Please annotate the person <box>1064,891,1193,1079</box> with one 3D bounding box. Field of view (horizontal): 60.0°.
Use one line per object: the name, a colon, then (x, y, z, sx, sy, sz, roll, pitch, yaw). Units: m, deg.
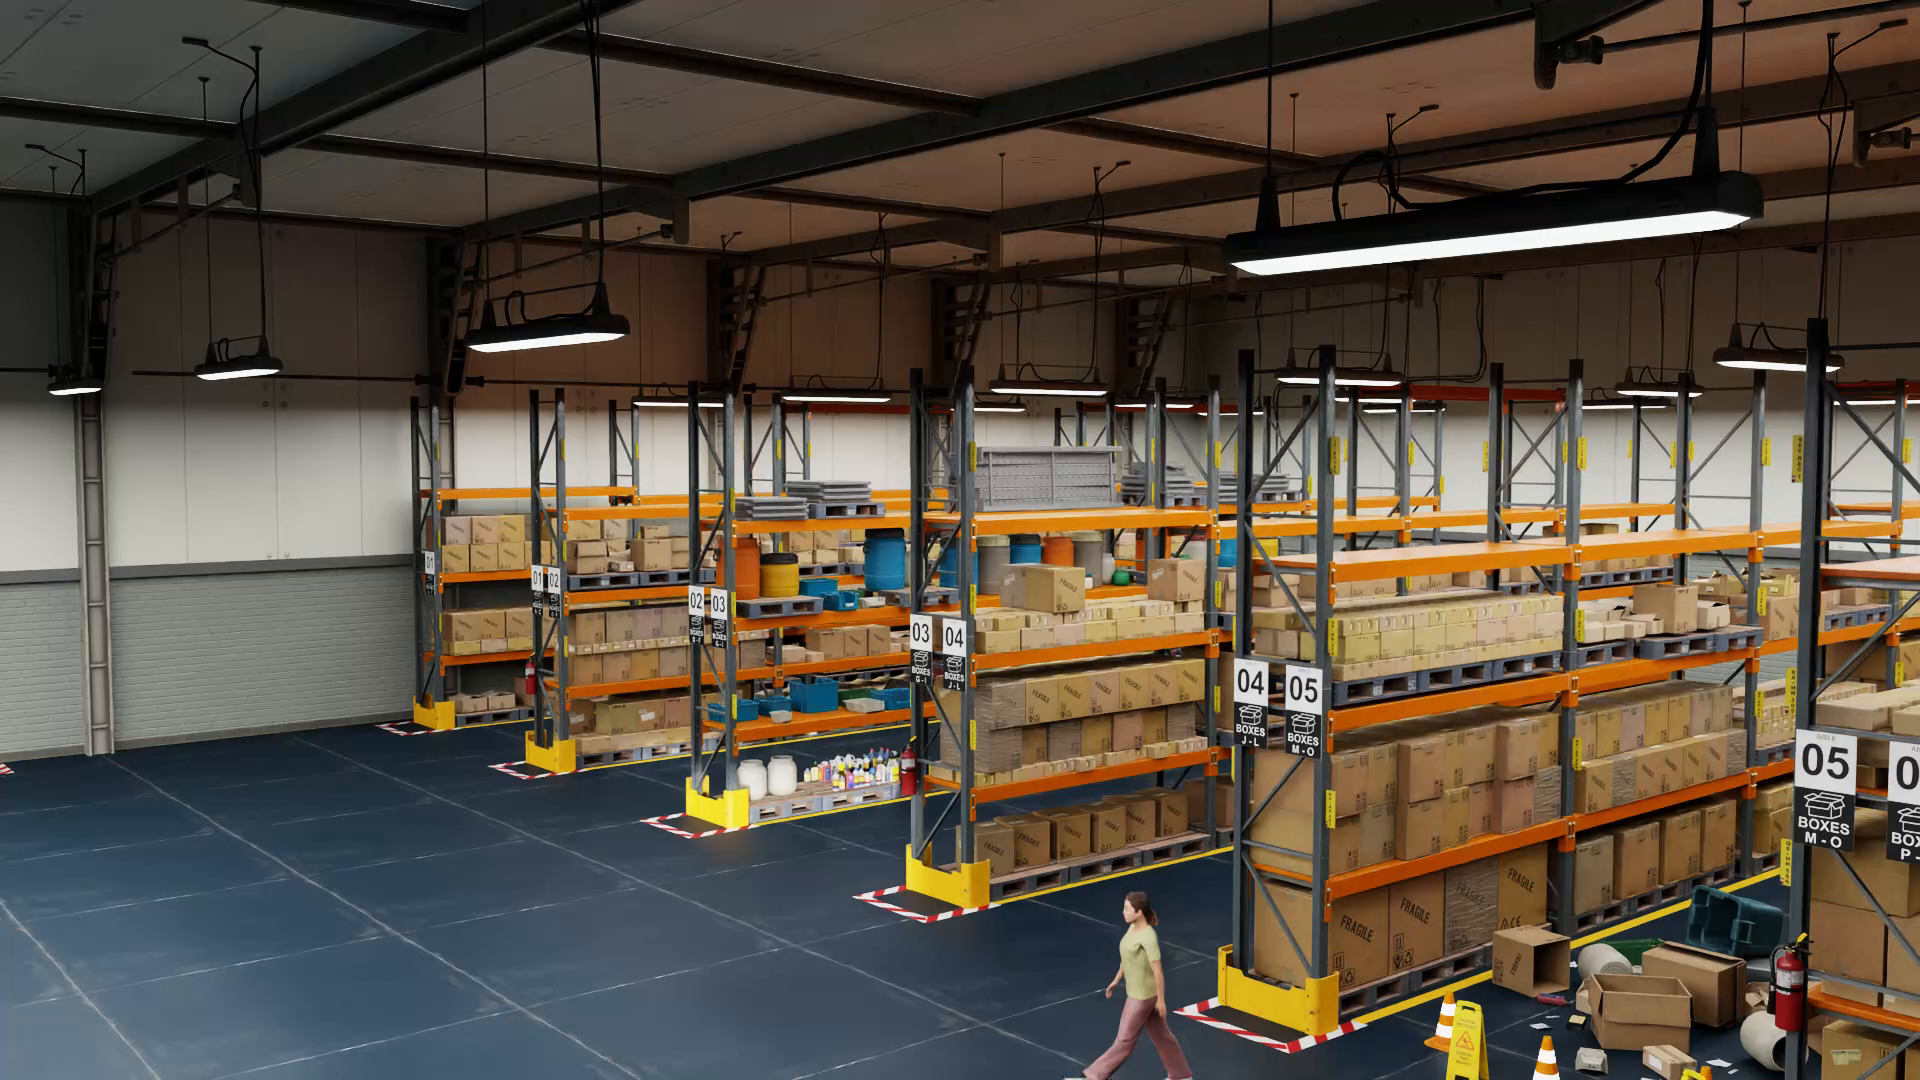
person: (1.330, 3.570, 13.107, 1.074, 1.595, 0.470, 0, 3, -3)
